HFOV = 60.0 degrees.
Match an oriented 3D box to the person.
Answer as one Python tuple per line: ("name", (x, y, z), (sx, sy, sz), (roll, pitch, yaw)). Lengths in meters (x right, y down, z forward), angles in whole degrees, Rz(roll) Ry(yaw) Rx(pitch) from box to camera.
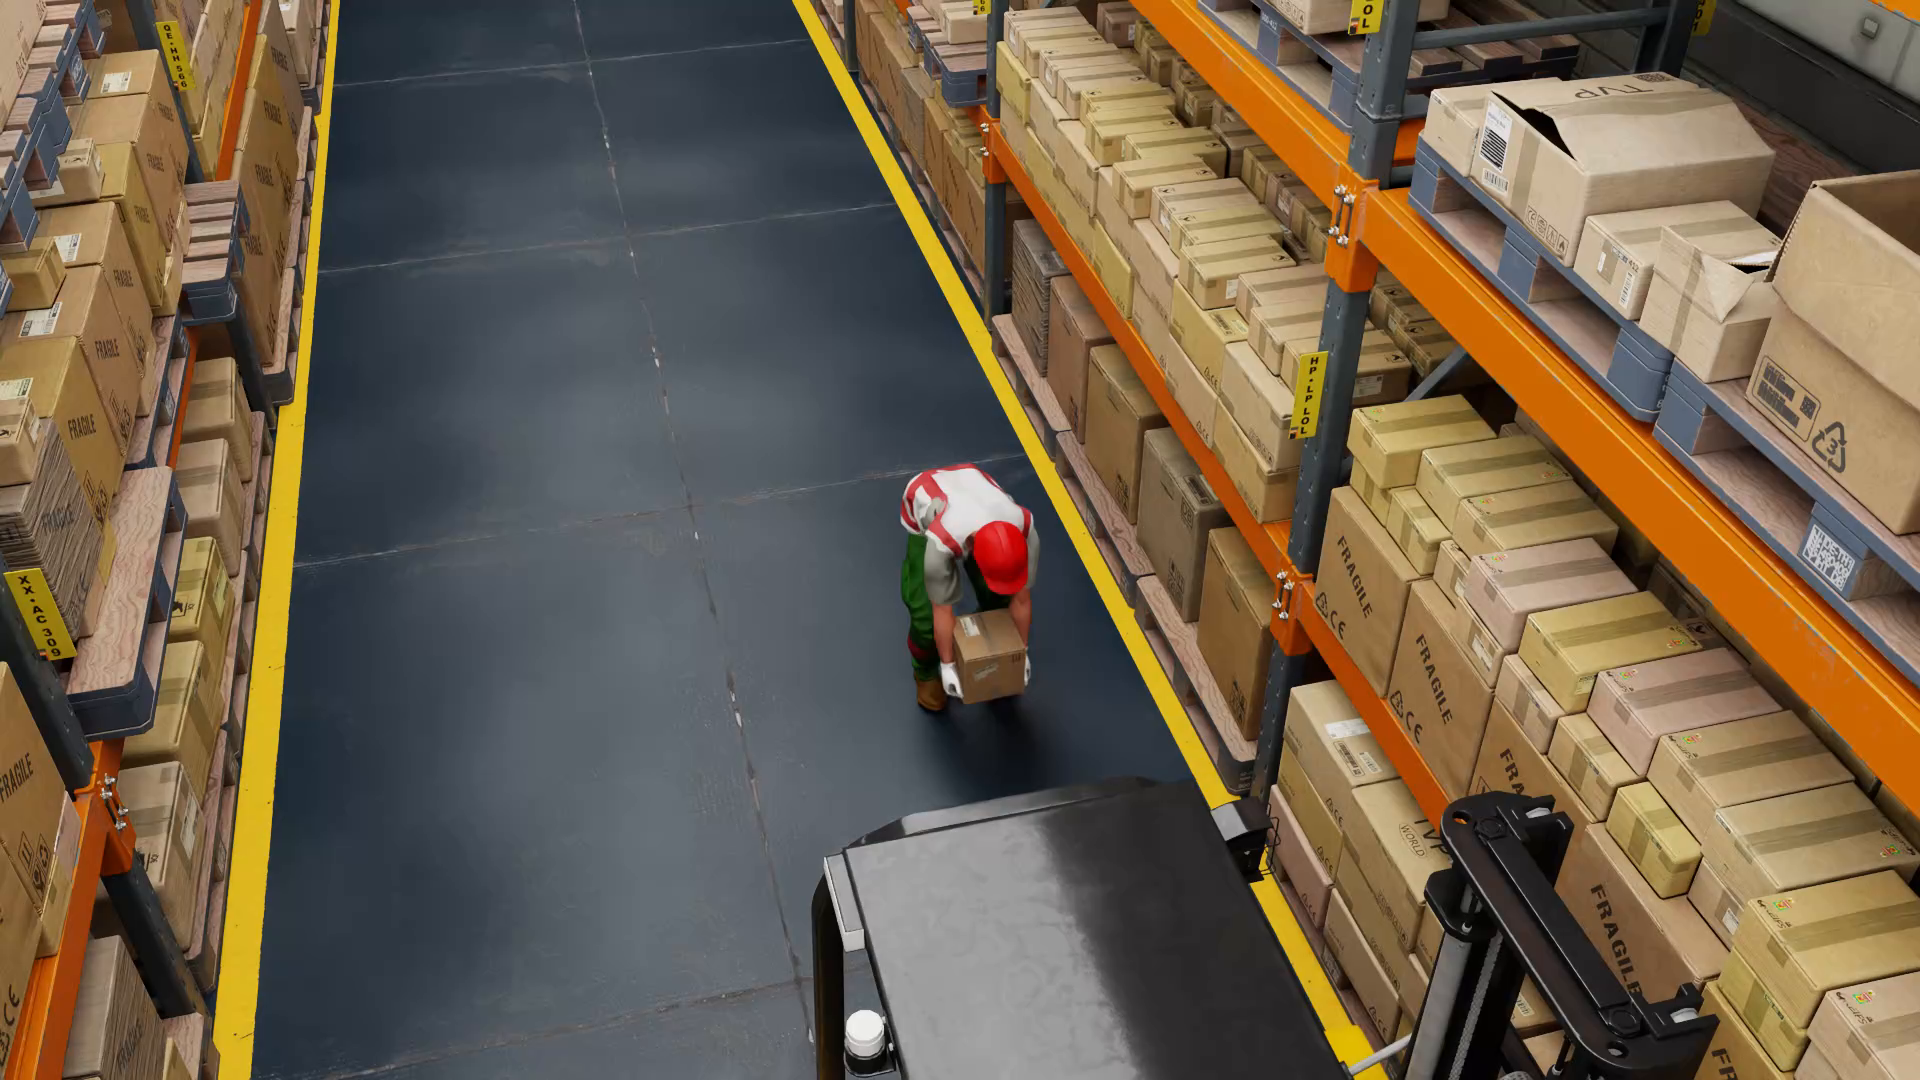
("person", (0.048, 0.251, 6.783), (0.503, 1.281, 0.922), (-11, 39, -13))
